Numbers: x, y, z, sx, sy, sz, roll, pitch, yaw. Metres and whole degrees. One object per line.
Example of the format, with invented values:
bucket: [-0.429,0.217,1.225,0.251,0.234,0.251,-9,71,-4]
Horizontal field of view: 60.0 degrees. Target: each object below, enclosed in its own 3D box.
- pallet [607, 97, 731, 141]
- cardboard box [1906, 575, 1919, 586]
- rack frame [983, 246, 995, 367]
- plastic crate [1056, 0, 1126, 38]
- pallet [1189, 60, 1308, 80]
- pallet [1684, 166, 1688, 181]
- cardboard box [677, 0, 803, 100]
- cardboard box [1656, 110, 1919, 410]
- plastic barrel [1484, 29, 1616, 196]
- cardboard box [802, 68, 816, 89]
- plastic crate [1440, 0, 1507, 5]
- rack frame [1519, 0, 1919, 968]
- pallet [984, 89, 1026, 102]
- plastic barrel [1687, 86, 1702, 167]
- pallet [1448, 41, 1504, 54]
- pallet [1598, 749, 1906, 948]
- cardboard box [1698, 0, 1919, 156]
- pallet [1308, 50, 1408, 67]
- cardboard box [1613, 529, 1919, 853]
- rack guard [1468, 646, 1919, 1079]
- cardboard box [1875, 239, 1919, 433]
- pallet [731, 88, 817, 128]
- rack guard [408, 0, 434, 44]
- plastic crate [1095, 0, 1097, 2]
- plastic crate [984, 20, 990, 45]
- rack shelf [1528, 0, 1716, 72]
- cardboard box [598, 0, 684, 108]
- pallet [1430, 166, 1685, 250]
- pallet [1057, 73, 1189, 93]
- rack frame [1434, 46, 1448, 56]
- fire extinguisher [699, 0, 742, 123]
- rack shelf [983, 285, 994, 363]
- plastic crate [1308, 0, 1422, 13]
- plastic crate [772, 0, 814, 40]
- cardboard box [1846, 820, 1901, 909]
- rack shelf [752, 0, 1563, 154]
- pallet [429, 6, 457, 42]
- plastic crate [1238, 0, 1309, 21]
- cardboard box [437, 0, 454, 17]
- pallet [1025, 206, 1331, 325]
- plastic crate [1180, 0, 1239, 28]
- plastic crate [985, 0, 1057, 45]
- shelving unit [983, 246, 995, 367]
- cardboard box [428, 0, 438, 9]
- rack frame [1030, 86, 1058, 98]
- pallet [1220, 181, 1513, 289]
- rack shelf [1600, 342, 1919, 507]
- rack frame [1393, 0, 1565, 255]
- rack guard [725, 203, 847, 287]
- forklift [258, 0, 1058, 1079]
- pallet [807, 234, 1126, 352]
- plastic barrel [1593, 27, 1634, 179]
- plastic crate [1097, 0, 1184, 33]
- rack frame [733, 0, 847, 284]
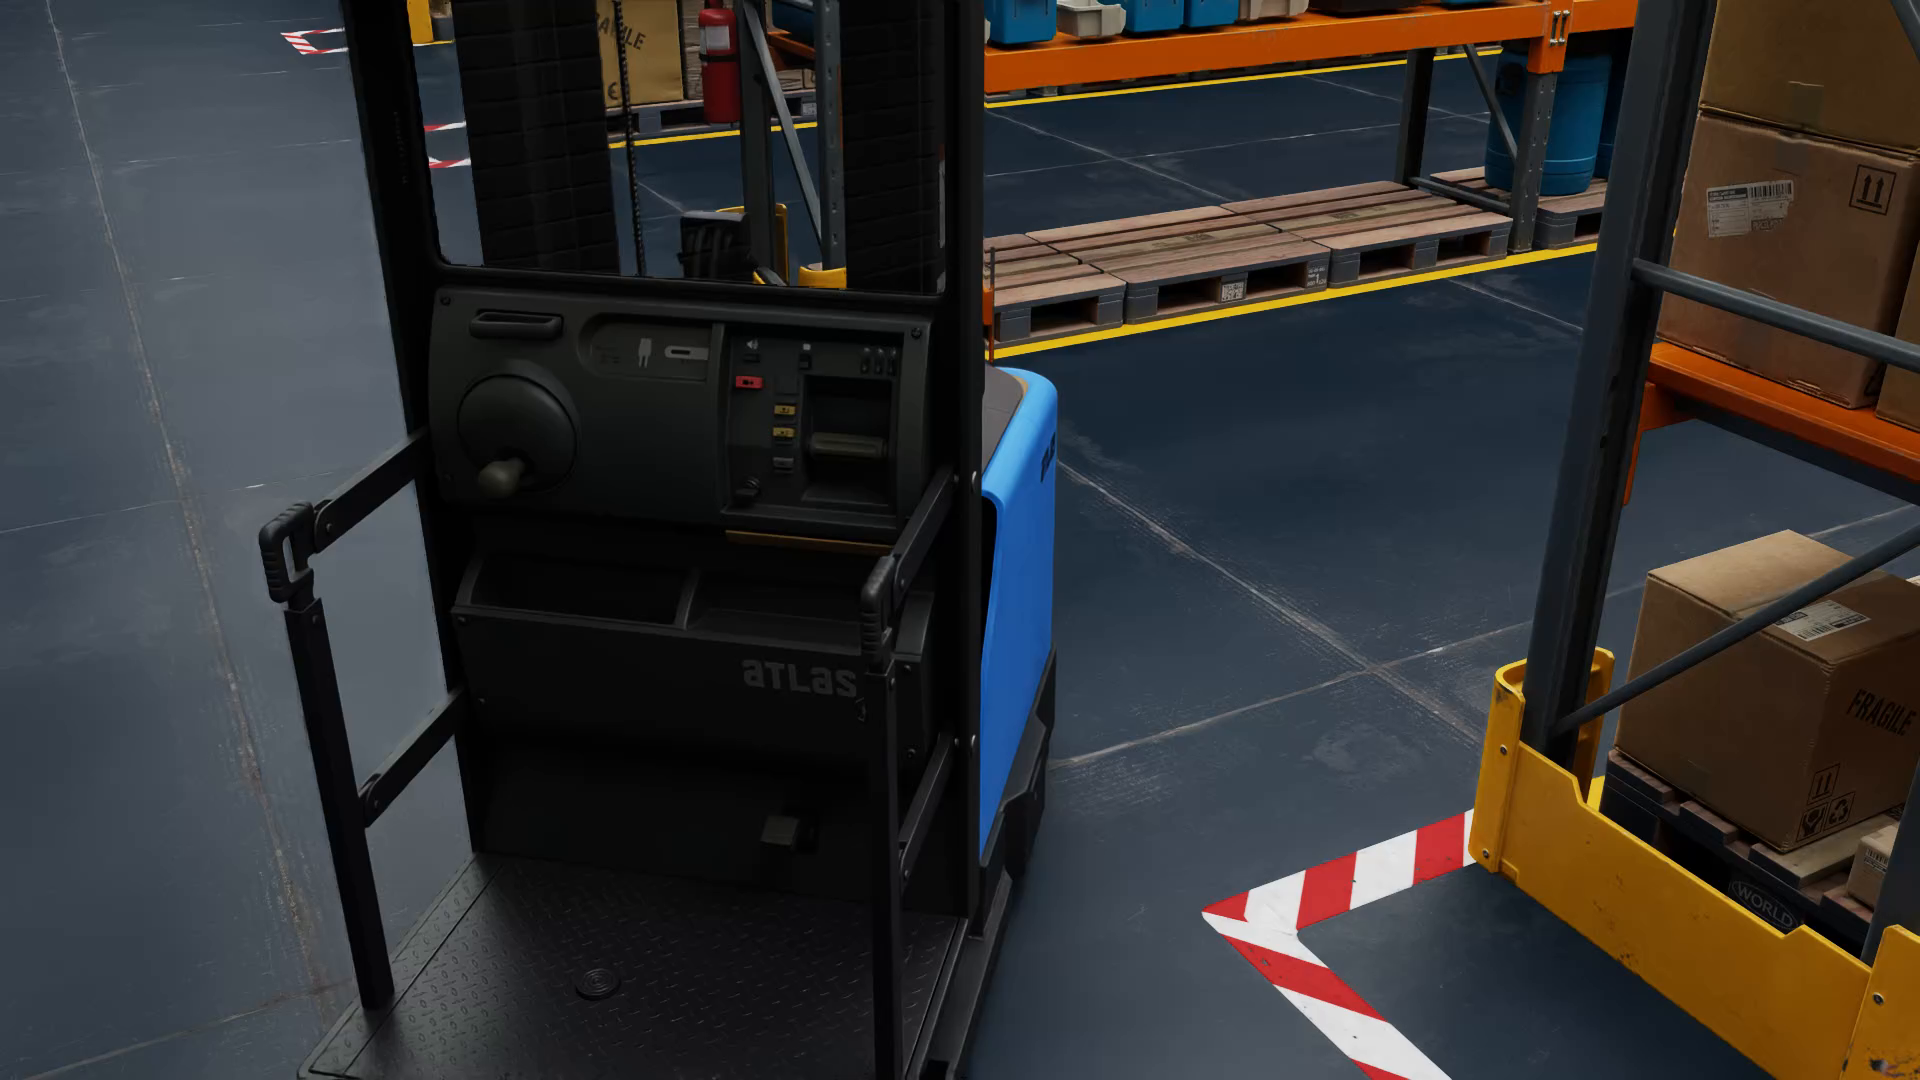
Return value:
pallet: [-2.389,-3.102,11.968,1.213,0.211,1.003,-13,29,-25]
cardboard box: [2.816,0.272,4.387,0.500,0.250,0.500,-13,29,-25]
rack frame: [0.060,-0.487,5.552,0.008,1.050,0.200,-13,29,-25]
plastic crate: [0.566,-2.280,7.268,0.298,0.136,0.250,-13,29,-25]
pallet: [2.195,-4.160,14.172,1.213,0.211,1.003,-13,29,-25]
pallet: [4.580,-2.224,10.139,1.213,0.211,1.003,-13,29,-25]
cardboard box: [-1.728,-3.744,12.053,0.875,0.875,0.875,-13,29,-25]
cardboard box: [1.867,-0.623,3.466,0.500,0.500,0.500,-12,28,-24]
plastic barrel: [3.290,-2.438,9.300,0.708,0.901,0.600,-13,29,-25]
cardboard box: [-0.943,-3.926,12.431,0.875,0.875,0.875,-13,29,-25]
plastic crate: [2.551,-2.884,8.241,0.575,0.384,0.392,-13,29,-25]
rack frame: [1.600,-0.383,3.081,0.127,3.000,1.000,-13,29,-25]
pallet: [-0.236,-3.599,13.003,1.213,0.211,1.003,-13,29,-25]
plastic barrel: [4.455,-2.487,9.854,0.421,0.512,0.421,0,26,0]
pallet: [4.691,-4.698,15.290,1.213,0.211,1.003,-13,29,-25]
pallet: [2.370,0.696,4.056,1.213,0.211,1.003,-13,29,-25]
cardboard box: [1.863,-1.074,3.251,0.500,0.500,0.500,-13,29,-26]
pallet: [3.270,-4.407,14.686,1.213,0.211,1.003,-13,29,-25]
cardboard box: [1.964,0.341,3.954,0.500,0.500,0.500,-13,29,-25]
rack guard: [1.667,0.729,3.655,0.348,0.500,1.175,-13,29,-25]
cardboard box: [2.116,-0.417,3.038,0.500,0.500,0.500,-12,28,-24]
pallet: [-1.314,-3.349,12.482,1.213,0.211,1.003,-13,29,-25]
rack guard: [-5.236,-4.970,15.524,0.348,0.500,1.175,-13,29,-25]
plastic crate: [0.656,-2.606,7.946,0.250,0.136,0.298,-13,29,-25]
plastic crate: [-0.033,-2.142,6.980,0.298,0.136,0.250,-13,29,-25]
rack shelf: [4.567,-3.173,9.724,4.000,0.370,1.077,-13,29,-25]
cardboard box: [-2.531,-3.559,11.667,0.875,0.875,0.875,-13,29,-25]
pallet: [3.502,-1.974,9.618,1.213,0.211,1.003,-13,29,-25]
pallet: [1.117,-3.910,13.650,1.213,0.211,1.003,-13,29,-25]
rack frame: [4.001,-5.796,14.356,0.127,3.000,1.000,-13,29,-25]
fire extinguisher: [-1.074,-2.215,7.418,0.183,0.674,0.296,-13,29,-25]
rack shelf: [-0.047,-0.709,5.382,0.240,0.259,0.215,-13,29,-25]
plastic crate: [1.941,-2.662,8.078,0.590,0.125,0.437,-13,29,-25]
plastic crate: [-0.520,-2.458,7.293,0.499,0.435,0.616,-13,29,-25]
cardboard box: [2.131,0.750,3.507,0.250,0.149,0.380,-13,29,-25]
rack shelf: [1.037,-2.358,8.027,4.000,0.370,1.077,-13,29,-25]
pallet: [-4.502,-4.992,15.903,1.213,0.211,1.003,-13,29,-25]
plastic crate: [1.407,-2.529,7.786,0.466,0.136,0.293,-13,29,-25]
cardboard box: [-4.690,-4.970,15.445,0.250,0.149,0.380,-12,28,-24]
pallet: [1.094,-1.418,8.460,1.213,0.211,1.003,-13,29,-25]
plastic crate: [1.072,-2.481,7.575,0.300,0.233,0.416,-13,29,-25]
plastic crate: [0.226,-2.285,7.168,0.300,0.233,0.416,-13,29,-25]
shelving unit: [-0.047,-0.462,5.500,0.252,1.050,0.215,-13,29,-25]
cardboard box: [-4.937,-5.173,15.866,0.250,0.149,0.380,-12,28,-24]
rack frame: [0.471,-4.981,12.660,0.127,3.000,1.000,-13,29,-25]
pallet: [2.171,-1.668,8.981,1.213,0.211,1.003,-13,29,-25]
rack shelf: [3.365,-0.466,4.086,4.000,0.370,1.077,-13,29,-25]
rack frame: [2.802,-3.090,8.720,0.127,3.000,1.000,-13,29,-25]
rack guard: [-0.743,-1.138,7.544,0.348,0.500,1.175,-13,29,-25]
forklift: [-0.553,-0.201,2.782,1.130,2.935,3.031,5,26,11]
pallet: [0.018,-1.171,7.946,1.213,0.211,1.003,-13,29,-25]
plastic barrel: [3.915,-2.582,9.601,0.708,0.901,0.600,-13,29,-25]
plastic crate: [0.807,-2.419,7.448,0.300,0.233,0.416,-13,29,-25]
rack frame: [-0.727,-2.275,7.023,0.127,3.000,1.000,-13,29,-25]
